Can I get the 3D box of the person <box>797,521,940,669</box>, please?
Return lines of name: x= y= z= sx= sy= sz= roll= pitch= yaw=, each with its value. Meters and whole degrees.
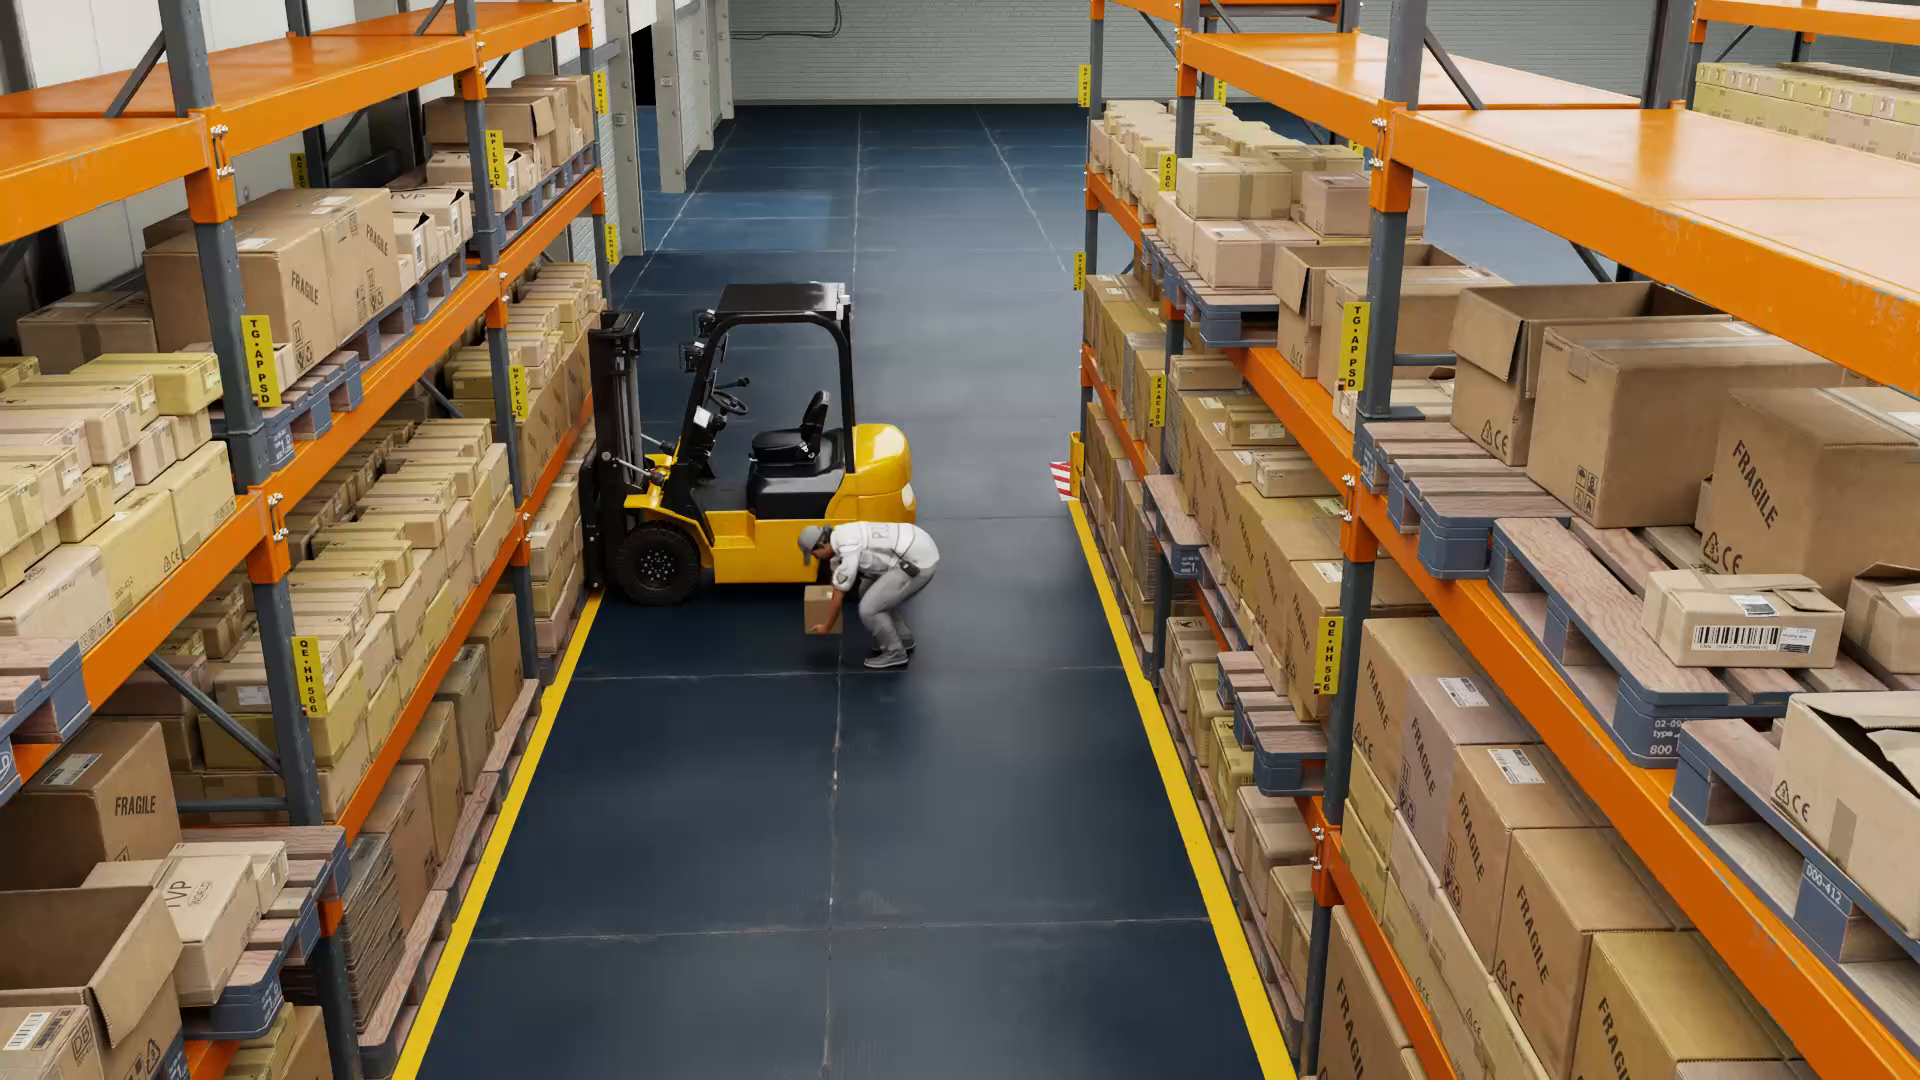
person: x=-0.606 y=0.346 z=11.130 sx=0.937 sy=0.983 sz=0.505 roll=-2 pitch=21 yaw=-6
